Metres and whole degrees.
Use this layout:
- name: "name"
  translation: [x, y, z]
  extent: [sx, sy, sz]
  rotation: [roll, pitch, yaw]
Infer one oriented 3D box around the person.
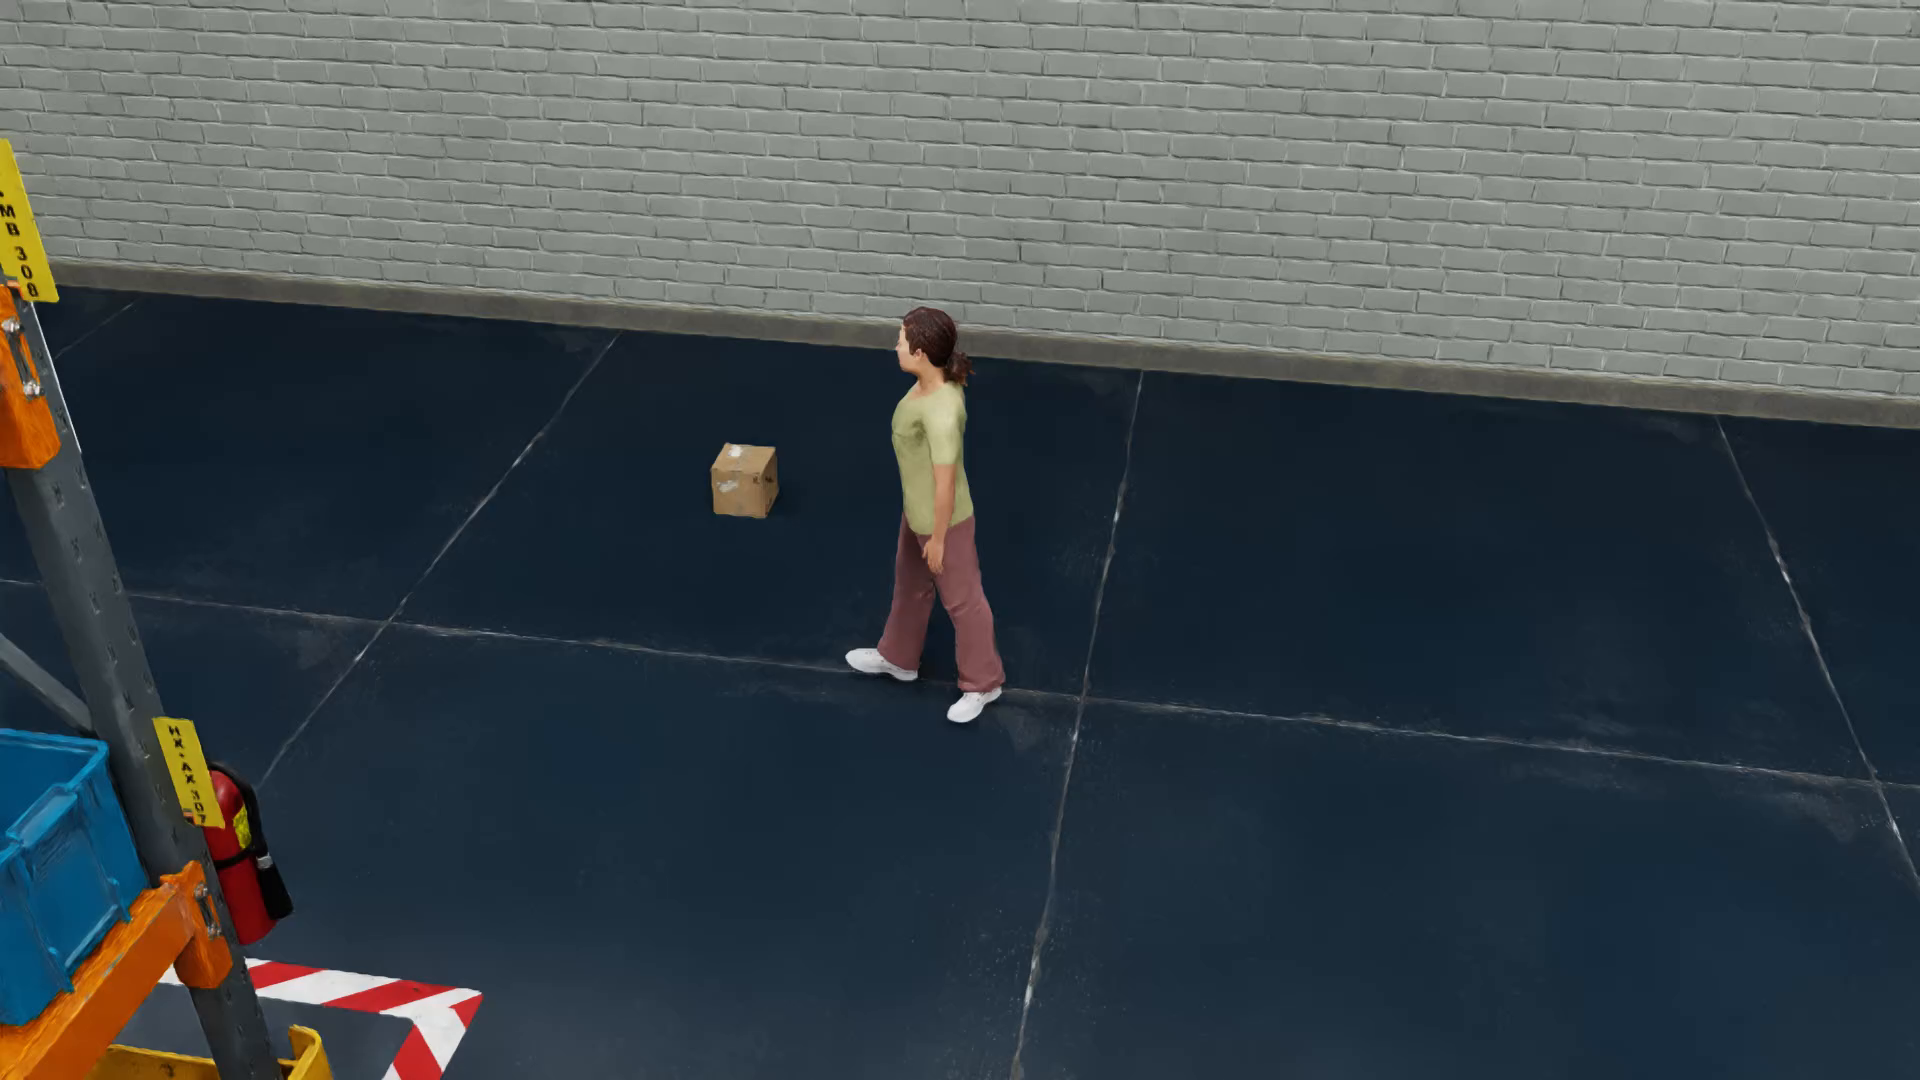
- name: "person"
  translation: [-0.139, -0.005, 6.362]
  extent: [0.623, 1.414, 0.576]
  rotation: [-3, 33, -5]
